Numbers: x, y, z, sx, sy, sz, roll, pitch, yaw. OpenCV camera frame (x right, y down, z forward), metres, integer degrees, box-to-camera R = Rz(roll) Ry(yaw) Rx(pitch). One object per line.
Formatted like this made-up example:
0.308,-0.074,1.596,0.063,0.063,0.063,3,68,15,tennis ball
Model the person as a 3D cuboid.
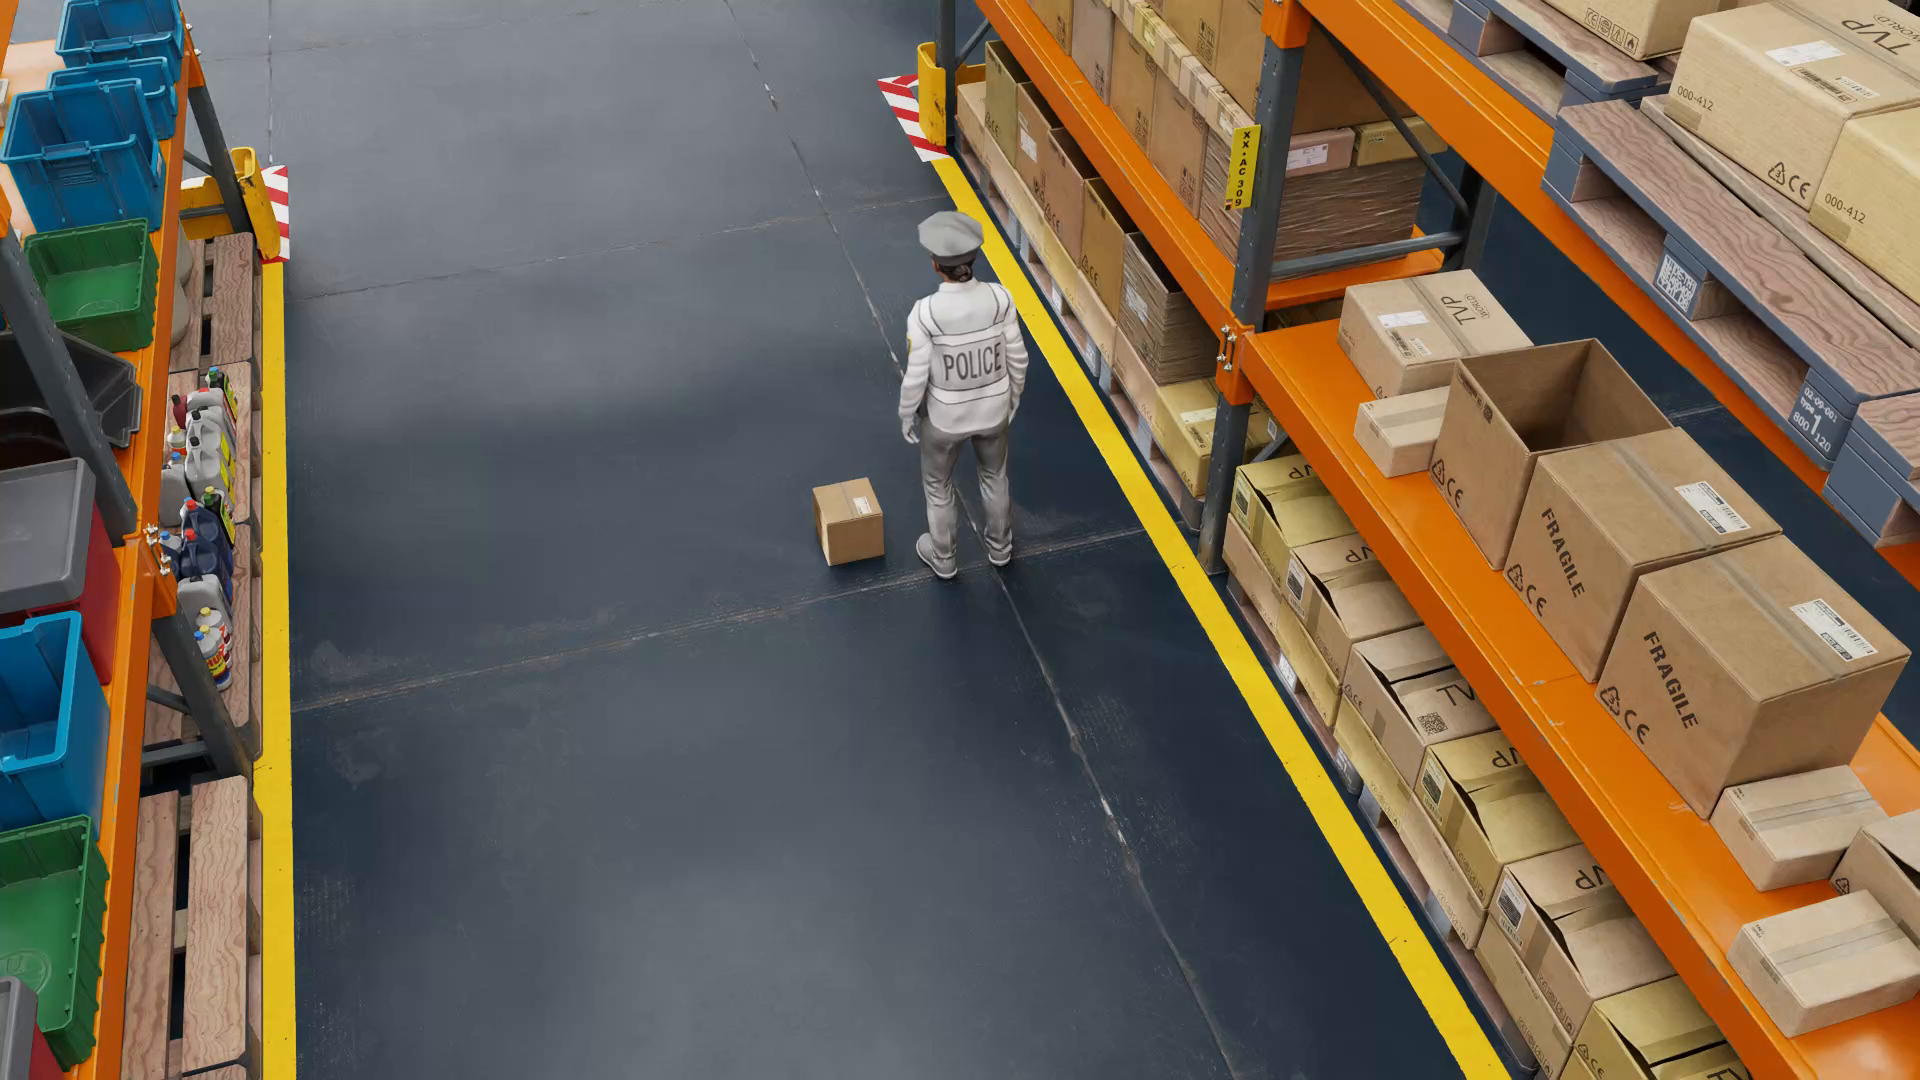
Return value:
0.008,-0.531,6.737,0.532,1.663,0.372,-13,44,-14,person
